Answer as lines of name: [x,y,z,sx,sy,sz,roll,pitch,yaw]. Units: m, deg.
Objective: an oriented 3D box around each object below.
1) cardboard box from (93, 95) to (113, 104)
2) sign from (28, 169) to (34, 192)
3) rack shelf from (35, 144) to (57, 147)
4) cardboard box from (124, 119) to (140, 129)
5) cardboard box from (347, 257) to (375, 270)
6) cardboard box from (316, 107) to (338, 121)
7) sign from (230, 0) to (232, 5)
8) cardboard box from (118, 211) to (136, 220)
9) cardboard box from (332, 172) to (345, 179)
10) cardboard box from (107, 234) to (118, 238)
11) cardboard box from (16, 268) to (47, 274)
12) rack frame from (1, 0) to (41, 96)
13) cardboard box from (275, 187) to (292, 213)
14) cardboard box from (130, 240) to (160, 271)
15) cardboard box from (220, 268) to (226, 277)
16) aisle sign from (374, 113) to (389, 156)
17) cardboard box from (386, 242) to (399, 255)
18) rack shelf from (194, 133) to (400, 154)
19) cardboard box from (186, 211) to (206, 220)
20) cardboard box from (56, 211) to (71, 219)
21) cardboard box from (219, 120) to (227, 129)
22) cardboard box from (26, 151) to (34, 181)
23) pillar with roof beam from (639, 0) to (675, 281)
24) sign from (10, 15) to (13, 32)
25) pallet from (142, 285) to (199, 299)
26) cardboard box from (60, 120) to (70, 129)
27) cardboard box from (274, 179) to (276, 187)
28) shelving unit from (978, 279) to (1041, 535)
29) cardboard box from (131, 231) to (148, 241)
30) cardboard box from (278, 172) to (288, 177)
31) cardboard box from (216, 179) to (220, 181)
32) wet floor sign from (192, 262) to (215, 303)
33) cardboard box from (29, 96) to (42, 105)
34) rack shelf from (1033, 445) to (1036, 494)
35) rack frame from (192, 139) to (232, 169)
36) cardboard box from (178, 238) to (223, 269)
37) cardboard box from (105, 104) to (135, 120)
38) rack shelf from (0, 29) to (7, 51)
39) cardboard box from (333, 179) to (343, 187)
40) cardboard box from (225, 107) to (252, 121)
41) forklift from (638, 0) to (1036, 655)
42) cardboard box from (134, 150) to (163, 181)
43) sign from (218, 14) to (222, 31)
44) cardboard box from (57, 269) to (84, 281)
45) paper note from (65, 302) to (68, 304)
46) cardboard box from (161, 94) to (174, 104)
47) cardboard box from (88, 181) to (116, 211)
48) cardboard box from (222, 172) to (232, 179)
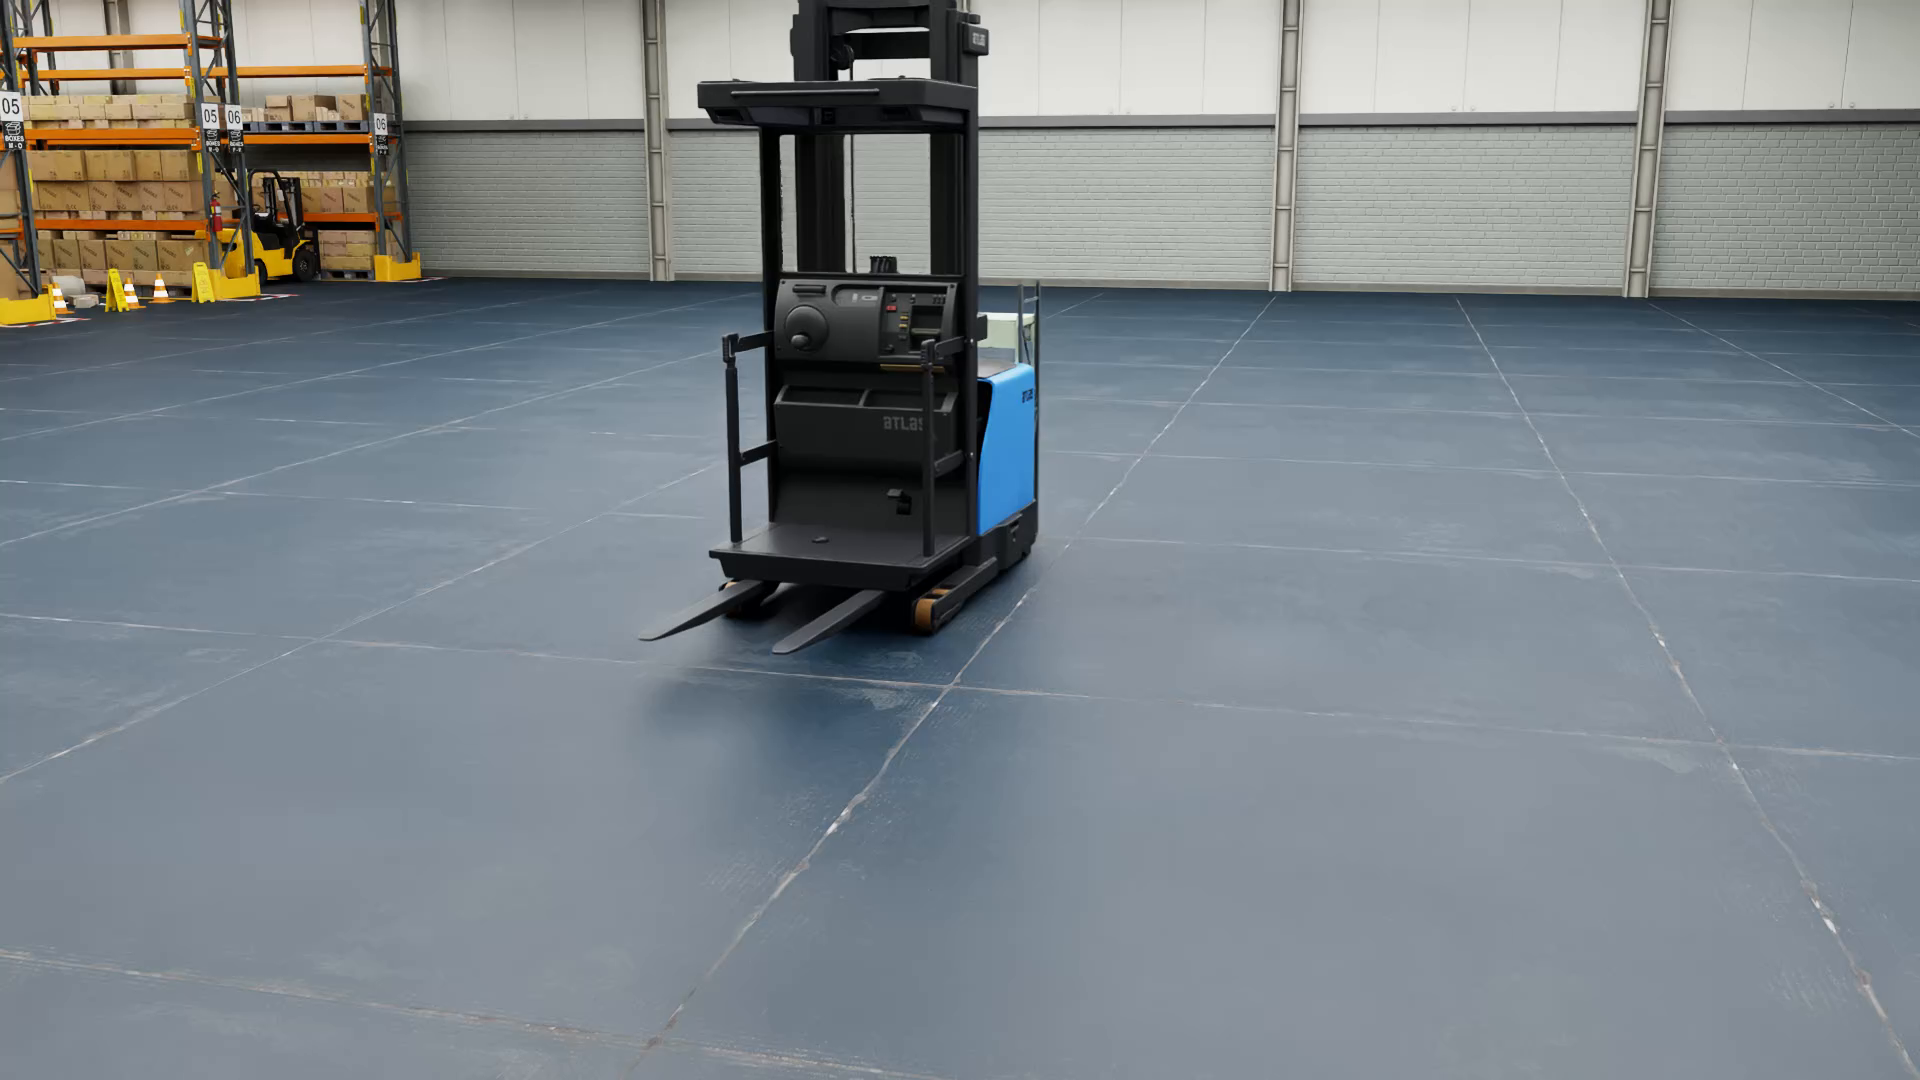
cardboard box: [-14.313,-7.388,27.921,0.250,0.149,0.380,3,13,15]
sign: [-13.367,-5.160,23.886,0.005,0.325,0.100,3,13,14]
rack shelf: [-20.941,-8.305,34.977,4.000,0.370,1.077,3,13,14]
cardboard box: [-13.813,-6.987,27.957,0.250,0.149,0.380,3,13,13]
cardboard box: [-11.764,-5.493,32.948,0.500,0.250,0.500,3,13,14]
cardboard box: [-12.355,-8.318,32.484,0.258,0.266,0.396,3,13,14]
sign: [-12.287,-9.166,27.934,0.005,0.325,0.100,3,13,14]
cardboard box: [-14.090,-5.532,28.324,0.250,0.149,0.380,3,13,13]
cardboard box: [-12.137,-7.172,32.719,0.250,0.149,0.380,3,13,15]
cardboard box: [-17.107,-6.031,34.506,0.625,0.625,0.875,3,13,11]
cardboard box: [-15.587,-4.276,27.845,0.500,0.500,0.500,-9,15,-35]
rack frame: [-16.301,-8.765,28.465,0.127,3.000,1.000,3,13,14]
cardboard box: [-13.262,-6.771,33.097,0.500,0.500,0.500,3,13,14]
cardboard box: [-13.765,-4.871,28.410,0.500,0.500,0.500,4,13,16]
cardboard box: [-13.134,-4.592,28.883,0.500,0.250,0.500,3,13,13]
aisle sign: [-11.238,-7.877,32.310,0.004,0.787,0.394,3,13,14]
cardboard box: [-11.639,-5.848,33.390,0.500,0.250,0.500,3,13,15]
rack shelf: [-13.174,-7.890,33.106,4.000,0.370,1.077,3,13,14]
cardboard box: [-12.832,-5.481,28.091,0.250,0.149,0.380,4,13,15]
cardboard box: [-15.317,-5.600,28.630,0.250,0.149,0.380,3,13,15]
cardboard box: [-12.662,-7.056,28.267,0.250,0.149,0.380,3,13,14]
cardboard box: [-15.926,-6.450,28.655,0.500,0.500,0.700,3,13,13]
pillar with roof beam: [-6.898,-8.611,27.768,0.400,9.000,9.100,3,13,14]
sign: [-19.119,-10.397,33.480,0.005,0.325,0.100,3,13,14]
pallet: [-13.271,-4.321,28.723,1.213,0.211,1.003,3,13,14]
cardboard box: [-15.059,-7.058,28.275,0.250,0.149,0.380,3,13,12]
cardboard box: [-13.633,-7.102,33.089,0.250,0.149,0.380,3,13,12]
shelving unit: [0.046,-0.753,9.667,0.755,1.500,0.431,4,13,18]
cardboard box: [-13.874,-5.180,28.304,0.250,0.149,0.380,3,13,14]
cardboard box: [-13.361,-7.253,33.084,0.250,0.149,0.380,3,13,14]
cardboard box: [-14.869,-7.174,33.416,0.250,0.149,0.380,3,13,13]
wet floor sign: [-12.489,-4.245,27.376,0.232,0.644,0.267,8,15,33]
cardboard box: [-15.560,-7.460,28.244,0.250,0.149,0.380,3,13,12]
rack shelf: [0.046,-0.435,9.737,0.720,0.370,0.431,4,13,18]
rack frame: [-15.115,-6.880,33.821,0.127,3.000,1.000,3,13,14]
cardboard box: [-13.158,-4.959,28.806,0.500,0.500,0.500,3,13,12]
cardboard box: [-13.972,-7.187,27.938,0.500,0.250,0.500,3,13,15]
rack shelf: [-15.447,-7.069,23.403,4.000,0.370,1.077,3,13,14]
cardboard box: [-12.128,-7.031,32.770,0.250,0.149,0.380,3,13,15]
cardboard box: [-14.366,-8.461,33.023,0.500,0.311,0.500,3,13,15]
forklift: [-0.529,-1.093,7.894,1.130,2.935,3.031,4,13,18]
cardboard box: [-13.455,-6.319,28.066,0.500,0.500,0.700,3,13,14]
sign: [-14.959,-10.458,33.573,0.005,0.325,0.100,3,13,14]
cardboard box: [-15.272,-4.586,28.859,0.500,0.250,0.500,4,13,17]
paper note: [-14.601,-3.880,27.177,0.142,0.019,0.148,8,15,33]
cardboard box: [-13.058,-7.337,27.691,0.250,0.149,0.380,3,13,15]
cardboard box: [-14.468,-5.877,28.380,0.500,0.500,0.500,3,13,14]
cardboard box: [-14.597,-7.321,33.393,0.250,0.149,0.380,3,13,14]
